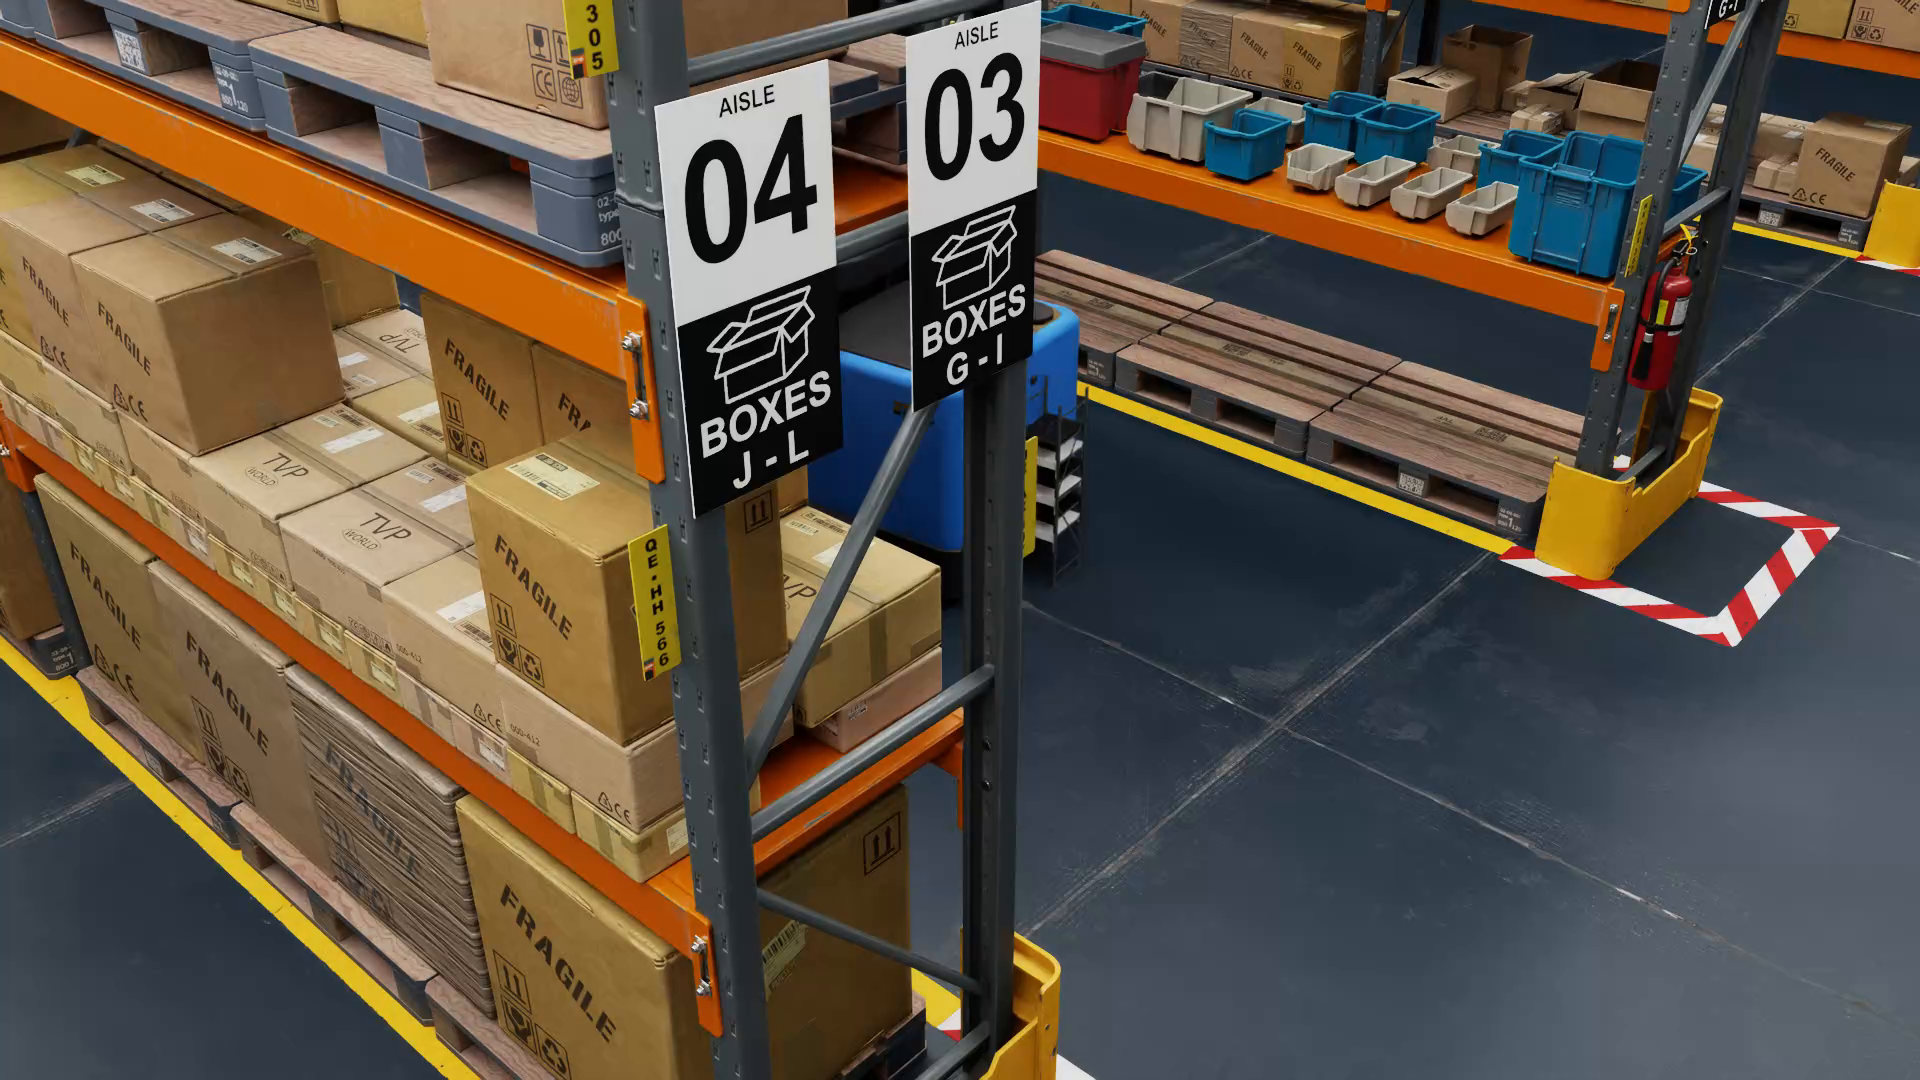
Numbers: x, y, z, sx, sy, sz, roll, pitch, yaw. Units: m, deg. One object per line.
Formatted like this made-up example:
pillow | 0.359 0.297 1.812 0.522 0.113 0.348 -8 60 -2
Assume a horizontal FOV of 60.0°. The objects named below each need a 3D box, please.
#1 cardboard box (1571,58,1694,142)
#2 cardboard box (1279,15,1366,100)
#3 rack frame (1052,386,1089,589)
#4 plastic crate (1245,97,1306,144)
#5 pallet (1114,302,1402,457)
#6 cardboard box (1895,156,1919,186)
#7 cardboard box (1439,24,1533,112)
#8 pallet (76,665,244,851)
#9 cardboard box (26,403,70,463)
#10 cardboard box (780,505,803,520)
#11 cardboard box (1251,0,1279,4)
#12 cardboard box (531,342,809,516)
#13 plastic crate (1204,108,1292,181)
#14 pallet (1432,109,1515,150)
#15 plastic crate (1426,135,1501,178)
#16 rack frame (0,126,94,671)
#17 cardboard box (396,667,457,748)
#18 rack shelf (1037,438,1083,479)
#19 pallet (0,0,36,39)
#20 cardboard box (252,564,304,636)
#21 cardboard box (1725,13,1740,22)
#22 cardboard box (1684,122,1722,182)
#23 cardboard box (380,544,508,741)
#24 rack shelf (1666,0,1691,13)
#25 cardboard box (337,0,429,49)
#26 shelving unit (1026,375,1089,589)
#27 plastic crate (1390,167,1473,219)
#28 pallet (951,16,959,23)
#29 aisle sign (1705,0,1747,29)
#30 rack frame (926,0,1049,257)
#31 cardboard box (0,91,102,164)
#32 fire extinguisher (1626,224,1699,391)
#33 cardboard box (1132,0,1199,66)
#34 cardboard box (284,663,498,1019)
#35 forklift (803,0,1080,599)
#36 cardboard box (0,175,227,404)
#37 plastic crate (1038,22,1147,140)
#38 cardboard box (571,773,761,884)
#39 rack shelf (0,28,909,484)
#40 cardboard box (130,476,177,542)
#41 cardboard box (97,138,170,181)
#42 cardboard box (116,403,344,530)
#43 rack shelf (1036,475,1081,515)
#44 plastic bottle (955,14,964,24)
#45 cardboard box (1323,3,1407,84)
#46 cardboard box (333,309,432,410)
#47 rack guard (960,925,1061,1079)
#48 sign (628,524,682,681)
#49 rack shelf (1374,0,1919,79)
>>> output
cardboard box | 4.858 -3.121 12.020 0.637 0.503 0.797 25 39 35
cardboard box | 2.903 -3.829 13.200 0.500 0.500 0.500 25 39 35
rack frame | 0.479 -0.219 7.241 0.006 0.900 0.240 20 36 29
plastic crate | 1.627 -2.183 8.665 0.466 0.136 0.293 25 39 35
pallet | 1.615 -0.901 9.042 1.213 0.211 1.003 25 39 35
cardboard box | 6.347 -2.510 11.348 0.250 0.149 0.380 25 39 35
cardboard box | 4.074 -3.679 12.951 0.500 0.500 0.500 25 39 35
pallet | -2.678 0.624 6.509 1.213 0.211 1.003 25 39 35
cardboard box | -2.998 -0.436 5.809 0.250 0.149 0.380 24 38 34
cardboard box | -0.788 0.011 4.681 0.500 0.250 0.500 24 39 35
cardboard box | 2.525 -4.696 13.912 0.500 0.250 0.500 25 39 35
cardboard box | -0.769 -0.306 4.480 0.500 0.500 0.500 24 38 34
plastic crate | 1.406 -1.940 8.168 0.300 0.233 0.416 25 39 35
pallet | 3.970 -3.218 12.891 1.213 0.211 1.003 25 39 35
plastic crate | 2.453 -1.875 8.153 0.298 0.136 0.250 25 39 35
rack frame | -3.189 -0.864 6.276 0.127 3.000 1.000 25 39 35
cardboard box | -1.273 0.367 4.475 0.250 0.149 0.380 26 40 36
rack shelf | 0.395 -0.374 7.215 0.200 0.077 0.258 20 36 29
pallet | -2.589 -1.824 5.049 1.213 0.211 1.003 25 39 35
cardboard box | -1.841 0.102 4.916 0.250 0.149 0.380 26 40 36
cardboard box | 5.159 -3.713 10.912 0.500 0.500 0.500 25 39 35
cardboard box | 5.174 -2.711 11.584 0.500 0.250 0.500 25 39 35
cardboard box | -1.136 0.215 4.341 0.500 0.250 0.500 24 39 34
rack shelf | 1.617 -3.042 7.685 4.000 0.370 1.077 25 39 35
cardboard box | -0.981 -1.430 3.708 0.500 0.500 0.700 23 38 33
shelving unit | 0.395 -0.249 7.290 0.210 0.900 0.258 20 36 29
plastic crate | 2.169 -1.605 7.705 0.243 0.136 0.396 25 39 35
pallet | -0.089 -5.140 16.084 1.213 0.211 1.003 25 39 35
aisle sign | 2.957 -2.350 6.225 0.004 0.787 0.394 25 39 35
rack frame | 0.135 -2.758 9.422 0.127 3.000 1.000 25 39 35
cardboard box | -3.668 -1.554 6.354 0.637 0.503 0.797 24 38 34
fire extinguisher | 2.907 -0.954 6.864 0.183 0.674 0.296 25 39 35
cardboard box | 1.792 -4.352 14.069 0.500 0.500 0.500 24 38 34
cardboard box | -1.426 0.745 5.257 0.875 0.875 0.875 25 39 35
forklift | -0.958 -1.582 7.535 3.031 2.935 1.130 20 36 29
cardboard box | -2.646 -0.811 5.319 0.500 0.500 0.500 25 39 35
plastic crate | 0.628 -2.406 8.718 0.583 0.464 0.402 25 39 35
cardboard box | -0.708 0.631 4.037 0.250 0.149 0.380 26 40 36
rack shelf | -1.706 -1.148 4.538 4.000 0.370 1.077 25 39 35
cardboard box | -2.416 -0.166 5.361 0.250 0.149 0.380 24 39 34
cardboard box | -2.669 -1.191 5.950 0.500 0.500 0.500 26 40 36
cardboard box | -2.263 -0.313 5.218 0.500 0.250 0.500 26 40 36
rack shelf | 0.395 -0.220 7.308 0.200 0.077 0.258 20 36 29
plastic bottle | 0.061 -2.996 9.867 0.185 0.351 0.144 25 39 35
cardboard box | 3.266 -4.029 13.531 0.500 0.500 0.500 23 38 33
cardboard box | -1.922 -0.520 5.562 0.500 0.250 0.500 26 40 36
rack guard | -0.205 1.600 4.608 0.348 0.500 1.175 25 39 35
sign | -0.598 0.126 3.280 0.005 0.325 0.100 25 39 35
rack shelf | 4.944 -3.650 11.602 4.000 0.370 1.077 25 39 35
